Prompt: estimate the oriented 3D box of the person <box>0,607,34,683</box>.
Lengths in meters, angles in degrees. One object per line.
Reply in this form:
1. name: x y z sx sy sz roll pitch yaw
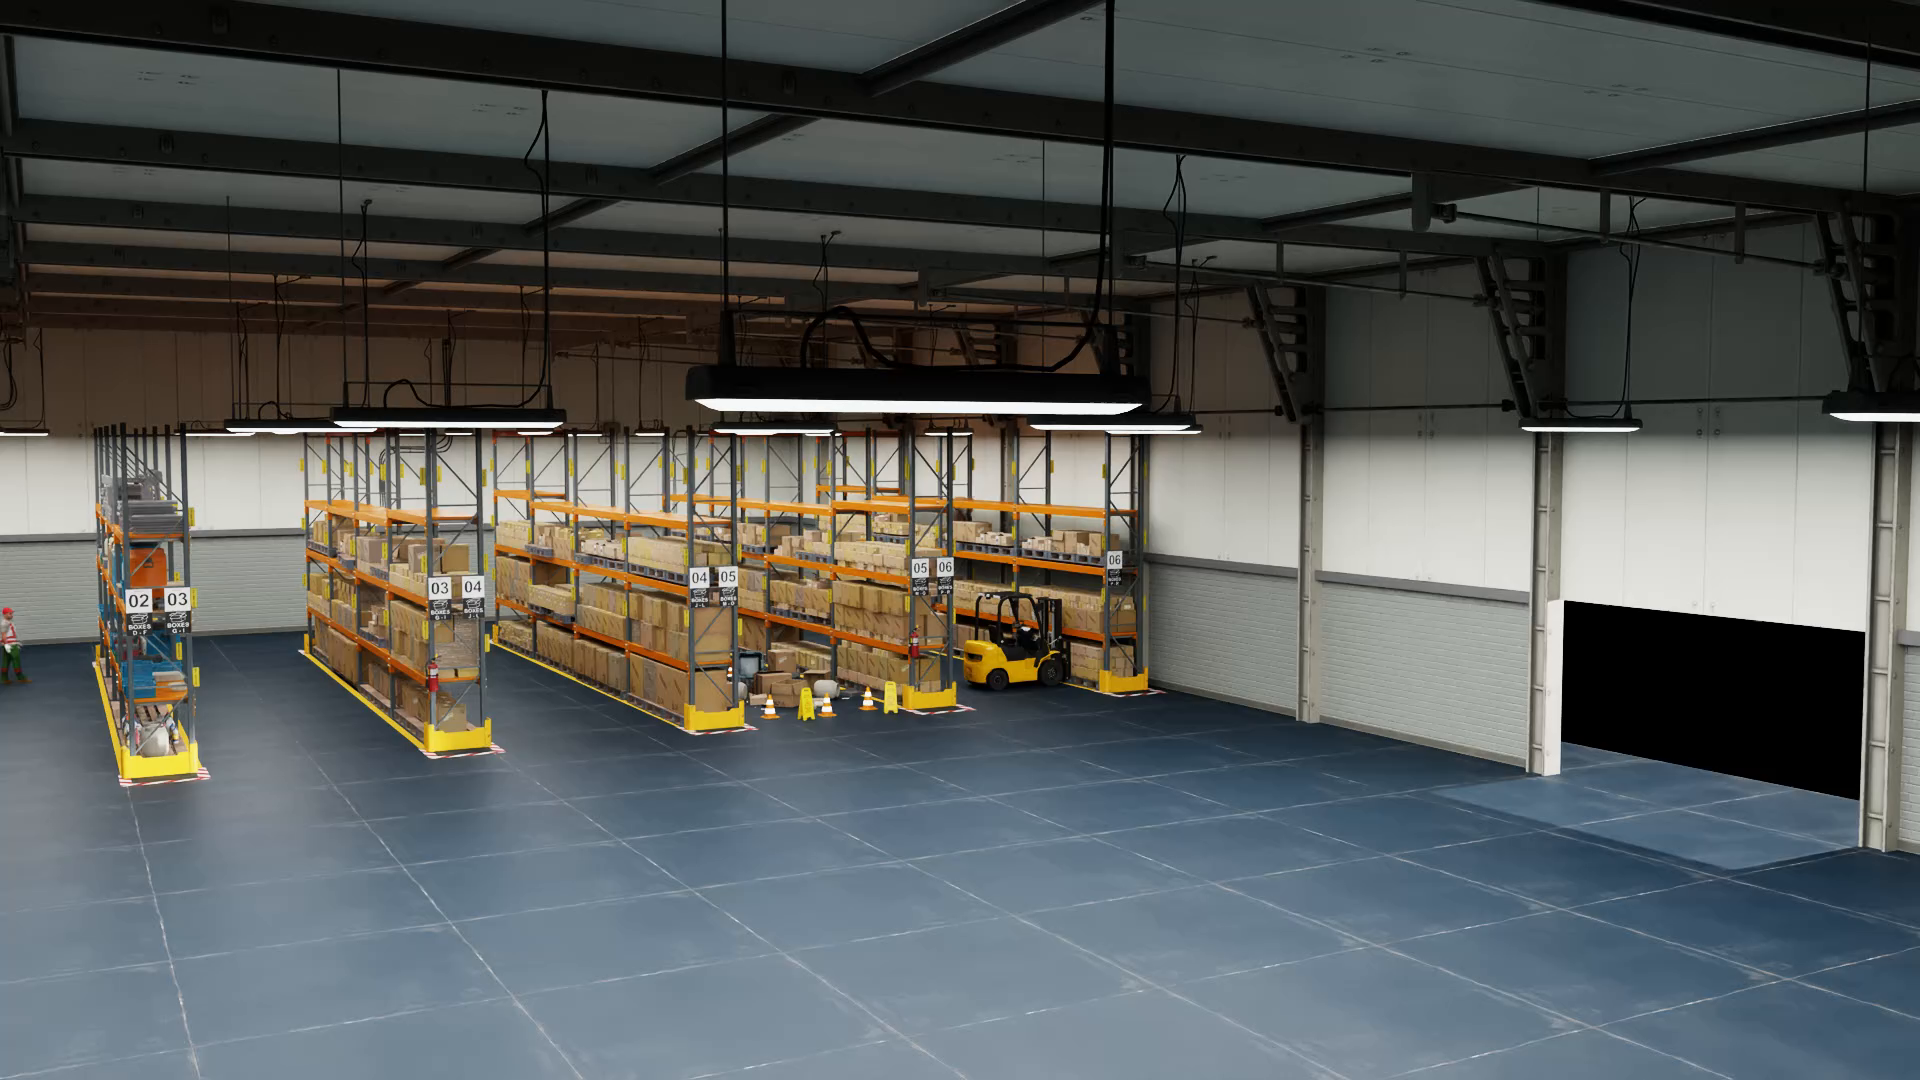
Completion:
1. person: -22.158 2.461 39.015 0.644 1.784 0.574 -3 5 -42
